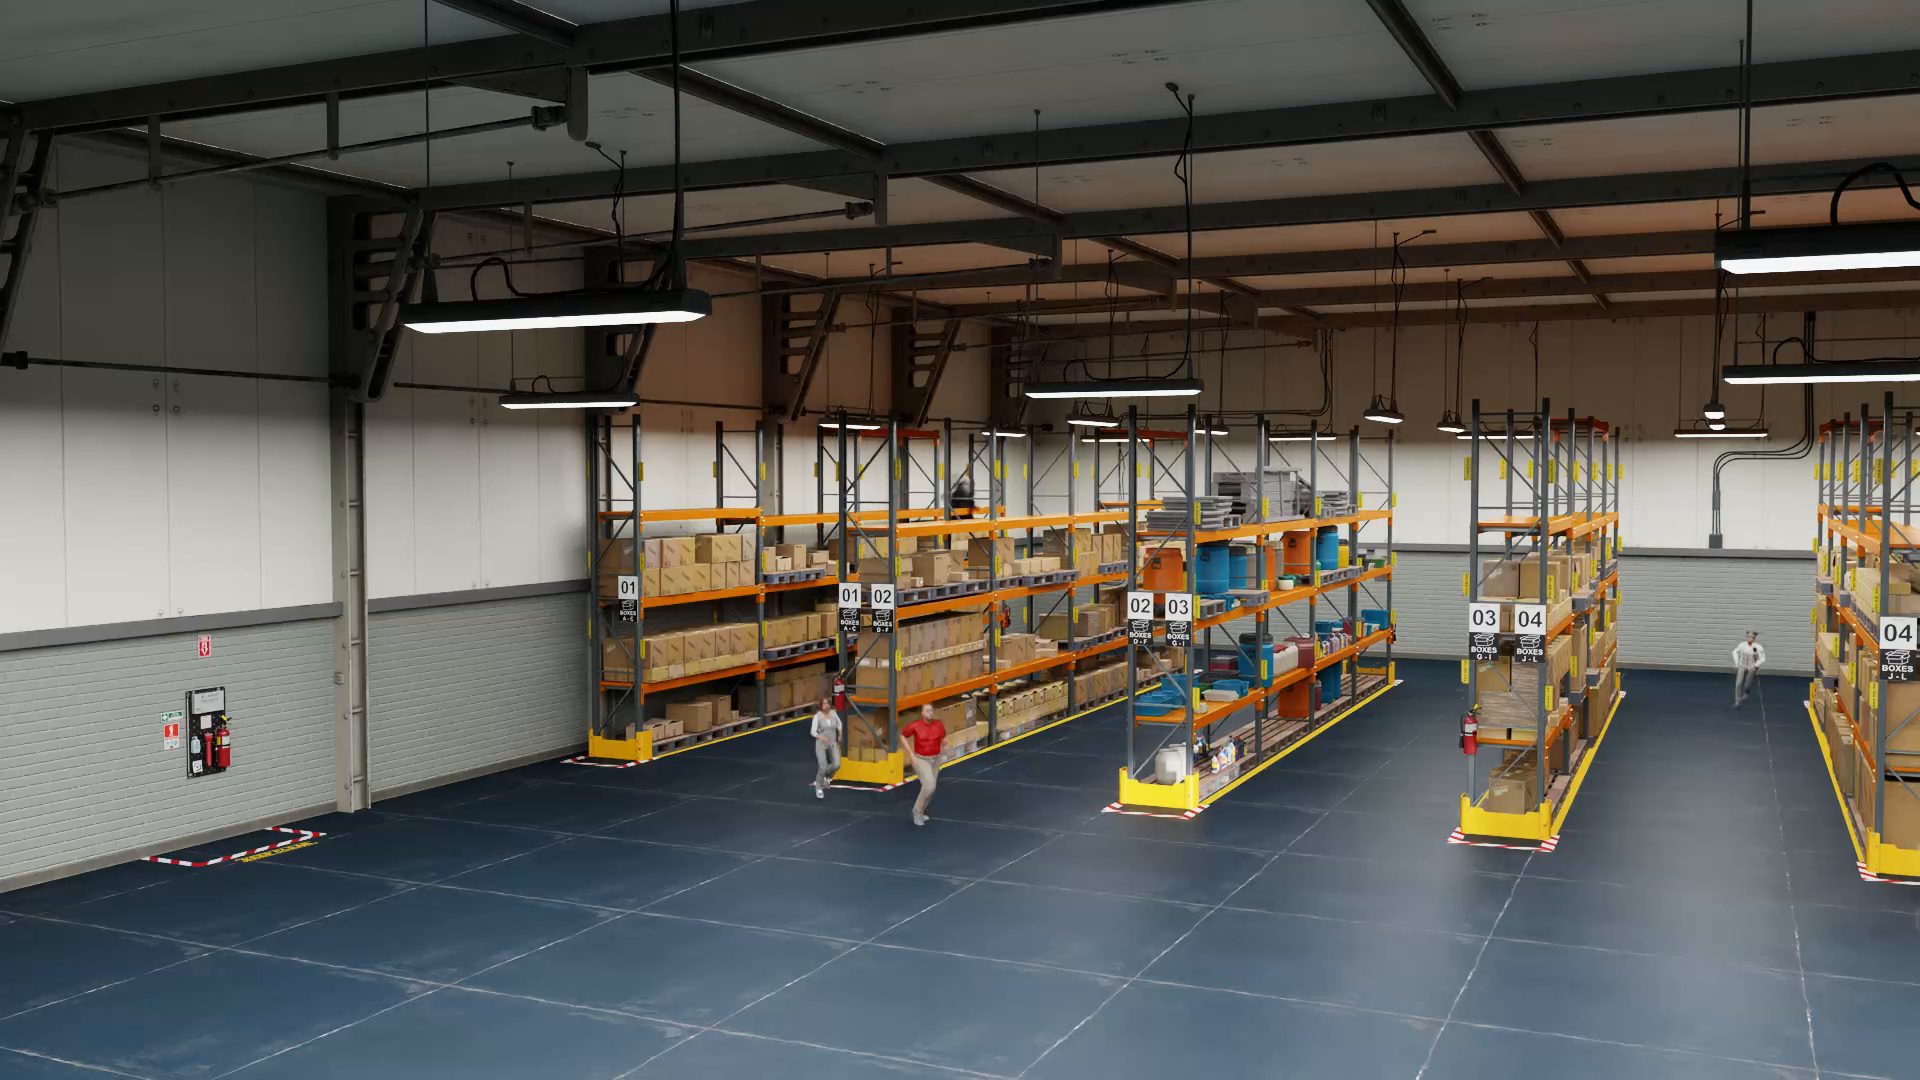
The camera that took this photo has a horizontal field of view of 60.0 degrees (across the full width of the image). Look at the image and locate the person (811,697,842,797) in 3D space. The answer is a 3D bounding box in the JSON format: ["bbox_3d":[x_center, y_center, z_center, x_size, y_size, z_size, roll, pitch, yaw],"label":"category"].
[{"bbox_3d":[-2.021,3.180,25.485,0.572,1.559,0.640,-1,3,-25],"label":"person"}]

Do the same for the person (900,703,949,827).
[{"bbox_3d":[-0.435,3.194,23.555,0.630,1.759,0.697,-2,3,-35],"label":"person"}]

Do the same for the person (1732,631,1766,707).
[{"bbox_3d":[16.871,2.746,35.576,0.663,1.641,0.775,2,3,36],"label":"person"}]
